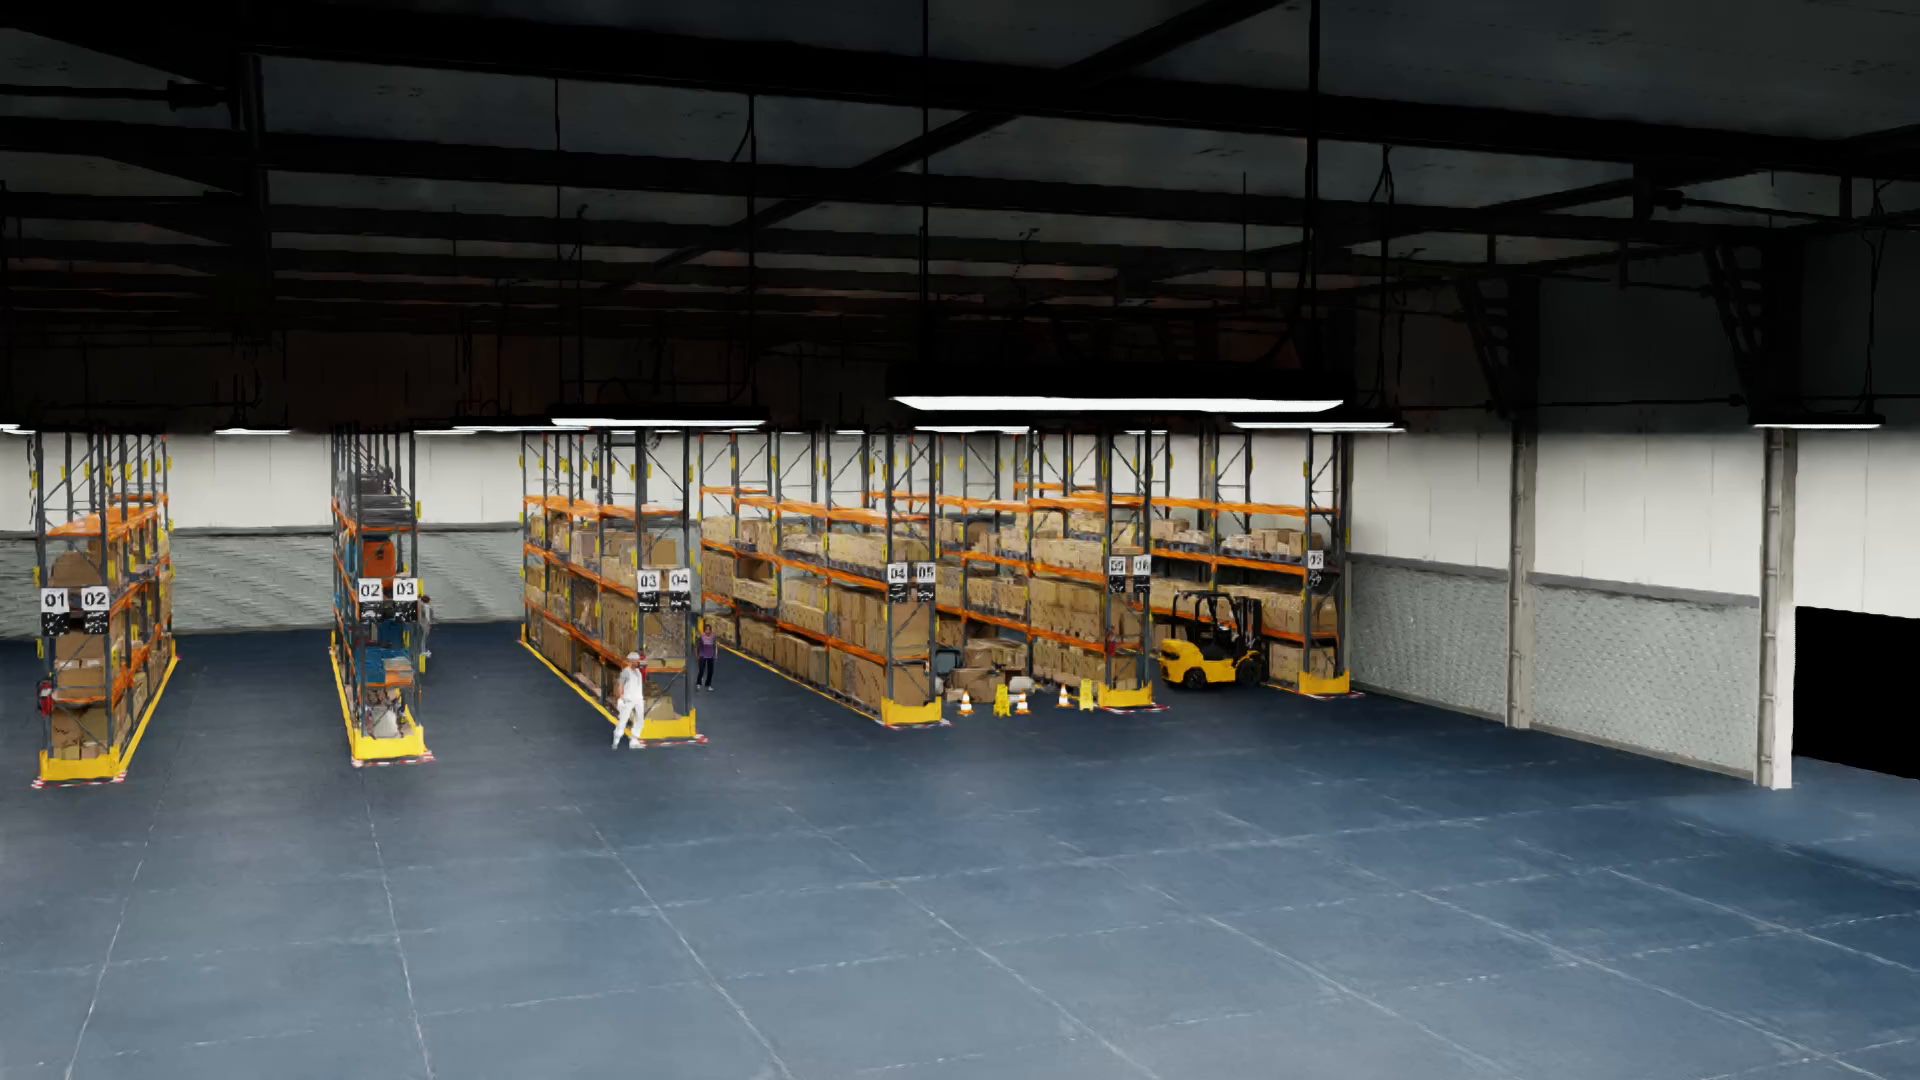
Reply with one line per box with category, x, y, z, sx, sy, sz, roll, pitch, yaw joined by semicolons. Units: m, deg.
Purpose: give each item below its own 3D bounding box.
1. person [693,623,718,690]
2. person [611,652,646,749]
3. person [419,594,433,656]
person;-5.718;2.631;37.376;0.566;1.526;0.519;-2;4;-24
person;-6.085;2.942;30.450;0.506;1.772;0.667;2;4;32
person;-13.887;2.204;43.250;0.344;1.602;0.554;-2;4;-30
